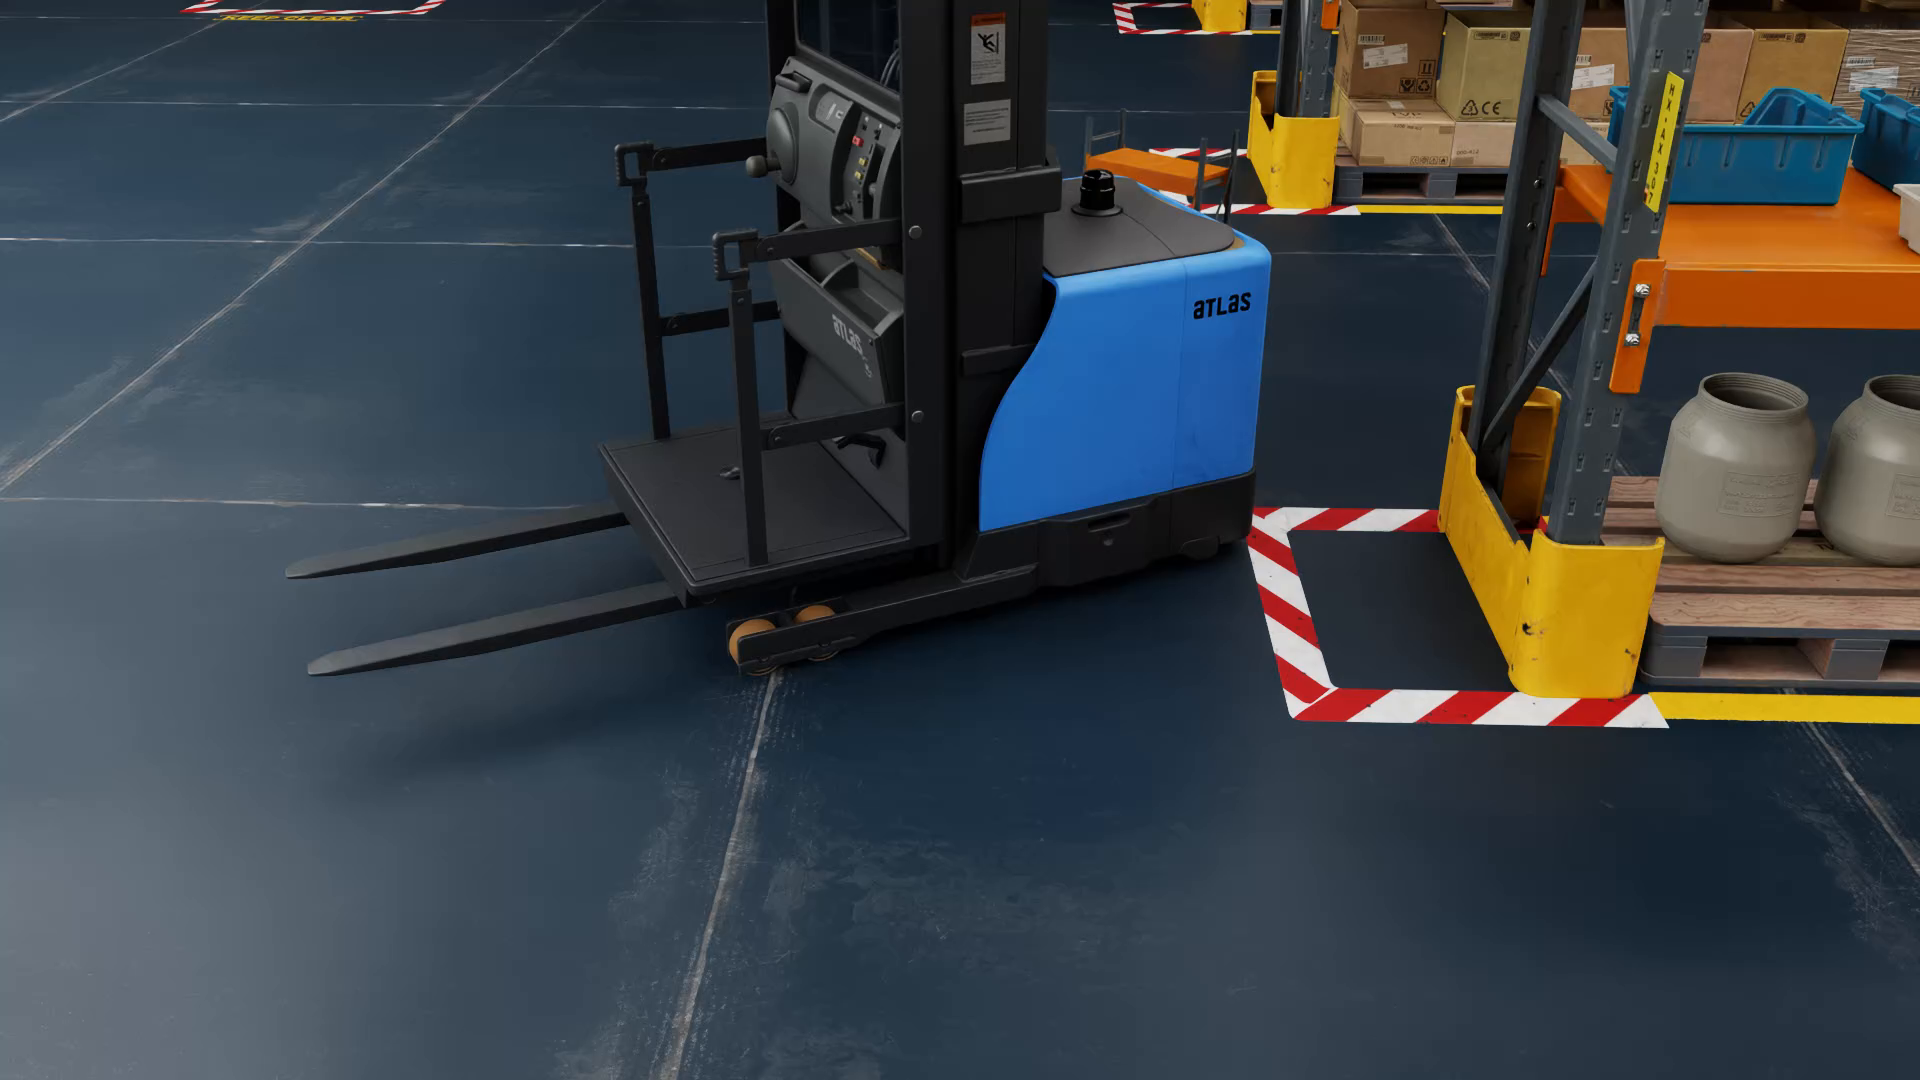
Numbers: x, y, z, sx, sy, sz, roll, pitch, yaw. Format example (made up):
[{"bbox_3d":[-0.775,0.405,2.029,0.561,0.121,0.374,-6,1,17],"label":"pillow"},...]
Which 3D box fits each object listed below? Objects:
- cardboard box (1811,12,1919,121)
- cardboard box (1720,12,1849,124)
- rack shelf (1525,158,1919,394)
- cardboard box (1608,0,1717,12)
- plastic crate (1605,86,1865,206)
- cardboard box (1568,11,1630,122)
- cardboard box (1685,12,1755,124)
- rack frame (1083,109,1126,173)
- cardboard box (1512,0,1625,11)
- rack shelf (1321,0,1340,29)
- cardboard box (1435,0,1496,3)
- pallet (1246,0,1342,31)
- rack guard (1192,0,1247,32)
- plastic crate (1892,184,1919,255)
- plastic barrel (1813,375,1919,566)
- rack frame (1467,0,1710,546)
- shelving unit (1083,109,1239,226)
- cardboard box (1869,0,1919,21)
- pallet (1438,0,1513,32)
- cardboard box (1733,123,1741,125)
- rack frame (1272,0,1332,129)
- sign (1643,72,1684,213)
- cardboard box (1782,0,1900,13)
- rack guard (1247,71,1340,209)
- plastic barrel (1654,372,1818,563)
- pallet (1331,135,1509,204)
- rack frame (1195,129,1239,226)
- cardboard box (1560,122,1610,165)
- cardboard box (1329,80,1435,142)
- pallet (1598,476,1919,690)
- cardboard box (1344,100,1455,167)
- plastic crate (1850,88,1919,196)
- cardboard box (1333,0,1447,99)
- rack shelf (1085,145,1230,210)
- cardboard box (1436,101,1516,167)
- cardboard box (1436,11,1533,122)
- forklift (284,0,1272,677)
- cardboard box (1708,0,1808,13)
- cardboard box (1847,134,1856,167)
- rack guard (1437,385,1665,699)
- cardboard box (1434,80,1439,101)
[{"bbox_3d":[4.962,-2.588,9.116,0.500,0.500,0.500,1,28,2],"label":"cardboard box"},{"bbox_3d":[4.462,-2.594,9.128,0.500,0.500,0.500,1,28,2],"label":"cardboard box"},{"bbox_3d":[3.755,-0.763,4.756,4.000,0.370,1.077,1,28,2],"label":"rack shelf"},{"bbox_3d":[3.981,-2.847,9.604,0.500,0.500,0.500,1,28,2],"label":"cardboard box"},{"bbox_3d":[2.267,-1.180,4.933,0.616,0.251,0.499,1,28,2],"label":"plastic crate"},{"bbox_3d":[3.463,-2.612,9.162,0.500,0.500,0.500,1,28,2],"label":"cardboard box"},{"bbox_3d":[3.962,-2.596,9.131,0.500,0.500,0.500,1,28,2],"label":"cardboard box"},{"bbox_3d":[0.523,-1.040,6.416,0.015,1.200,0.240,21,31,34],"label":"rack frame"},{"bbox_3d":[3.481,-2.856,9.621,0.500,0.500,0.500,1,28,2],"label":"cardboard box"},{"bbox_3d":[3.934,-3.082,9.129,4.000,0.370,1.077,1,28,2],"label":"rack shelf"},{"bbox_3d":[4.095,-4.743,13.694,0.500,0.500,0.700,-1,28,-1],"label":"cardboard box"},{"bbox_3d":[2.993,-4.488,13.991,1.213,0.211,1.003,1,28,2],"label":"pallet"},{"bbox_3d":[2.182,-4.646,13.980,0.348,0.500,1.175,1,28,2],"label":"rack guard"},{"bbox_3d":[2.639,-0.832,4.399,0.250,0.136,0.298,1,28,2],"label":"plastic crate"},{"bbox_3d":[2.918,-0.217,5.165,0.421,0.512,0.421,0,28,0],"label":"plastic barrel"},{"bbox_3d":[1.756,-1.114,4.649,0.127,3.000,1.000,1,28,2],"label":"rack frame"},{"bbox_3d":[0.712,-0.968,6.280,0.503,1.200,0.258,21,31,34],"label":"shelving unit"},{"bbox_3d":[5.480,-2.823,9.559,0.500,0.500,0.500,1,28,2],"label":"cardboard box"},{"bbox_3d":[4.209,-4.467,13.951,1.213,0.211,1.003,1,28,2],"label":"pallet"},{"bbox_3d":[4.462,-2.257,9.292,0.500,0.250,0.500,1,28,2],"label":"cardboard box"},{"bbox_3d":[1.935,-3.433,9.023,0.127,3.000,1.000,1,28,2],"label":"rack frame"},{"bbox_3d":[1.733,-0.979,4.099,0.005,0.325,0.100,1,28,2],"label":"sign"},{"bbox_3d":[4.980,-2.827,9.568,0.500,0.500,0.500,1,28,2],"label":"cardboard box"},{"bbox_3d":[1.911,-2.329,9.609,0.348,0.500,1.175,1,28,2],"label":"rack guard"},{"bbox_3d":[2.417,-0.226,5.181,0.421,0.512,0.421,0,28,0],"label":"plastic barrel"},{"bbox_3d":[2.701,-2.208,9.689,1.213,0.211,1.003,1,28,2],"label":"pallet"},{"bbox_3d":[0.901,-0.896,6.144,0.015,1.200,0.240,21,31,34],"label":"rack frame"},{"bbox_3d":[3.463,-2.275,9.327,0.500,0.250,0.500,1,28,2],"label":"cardboard box"},{"bbox_3d":[2.481,-2.533,9.813,0.500,0.250,0.500,1,28,2],"label":"cardboard box"},{"bbox_3d":[2.646,0.113,5.312,1.213,0.211,1.003,1,28,2],"label":"pallet"},{"bbox_3d":[2.463,-2.290,9.356,0.500,0.250,0.500,1,28,2],"label":"cardboard box"},{"bbox_3d":[2.916,-1.167,4.908,0.408,0.251,0.499,1,28,2],"label":"plastic crate"},{"bbox_3d":[2.481,-2.865,9.639,0.500,0.500,0.500,1,28,2],"label":"cardboard box"},{"bbox_3d":[0.726,-1.322,6.111,0.480,0.148,0.258,21,31,34],"label":"rack shelf"},{"bbox_3d":[2.963,-2.284,9.343,0.500,0.250,0.500,1,28,2],"label":"cardboard box"},{"bbox_3d":[2.963,-2.614,9.166,0.500,0.500,0.500,1,28,2],"label":"cardboard box"},{"bbox_3d":[-0.564,-1.170,4.829,3.031,2.935,1.130,-12,30,-22],"label":"forklift"},{"bbox_3d":[4.481,-2.839,9.590,0.500,0.500,0.500,1,28,2],"label":"cardboard box"},{"bbox_3d":[4.962,-2.256,9.290,0.500,0.250,0.500,1,28,2],"label":"cardboard box"},{"bbox_3d":[1.834,-0.031,5.274,0.348,0.500,1.175,1,28,2],"label":"rack guard"},{"bbox_3d":[2.981,-2.530,9.808,0.500,0.250,0.500,1,28,2],"label":"cardboard box"}]
